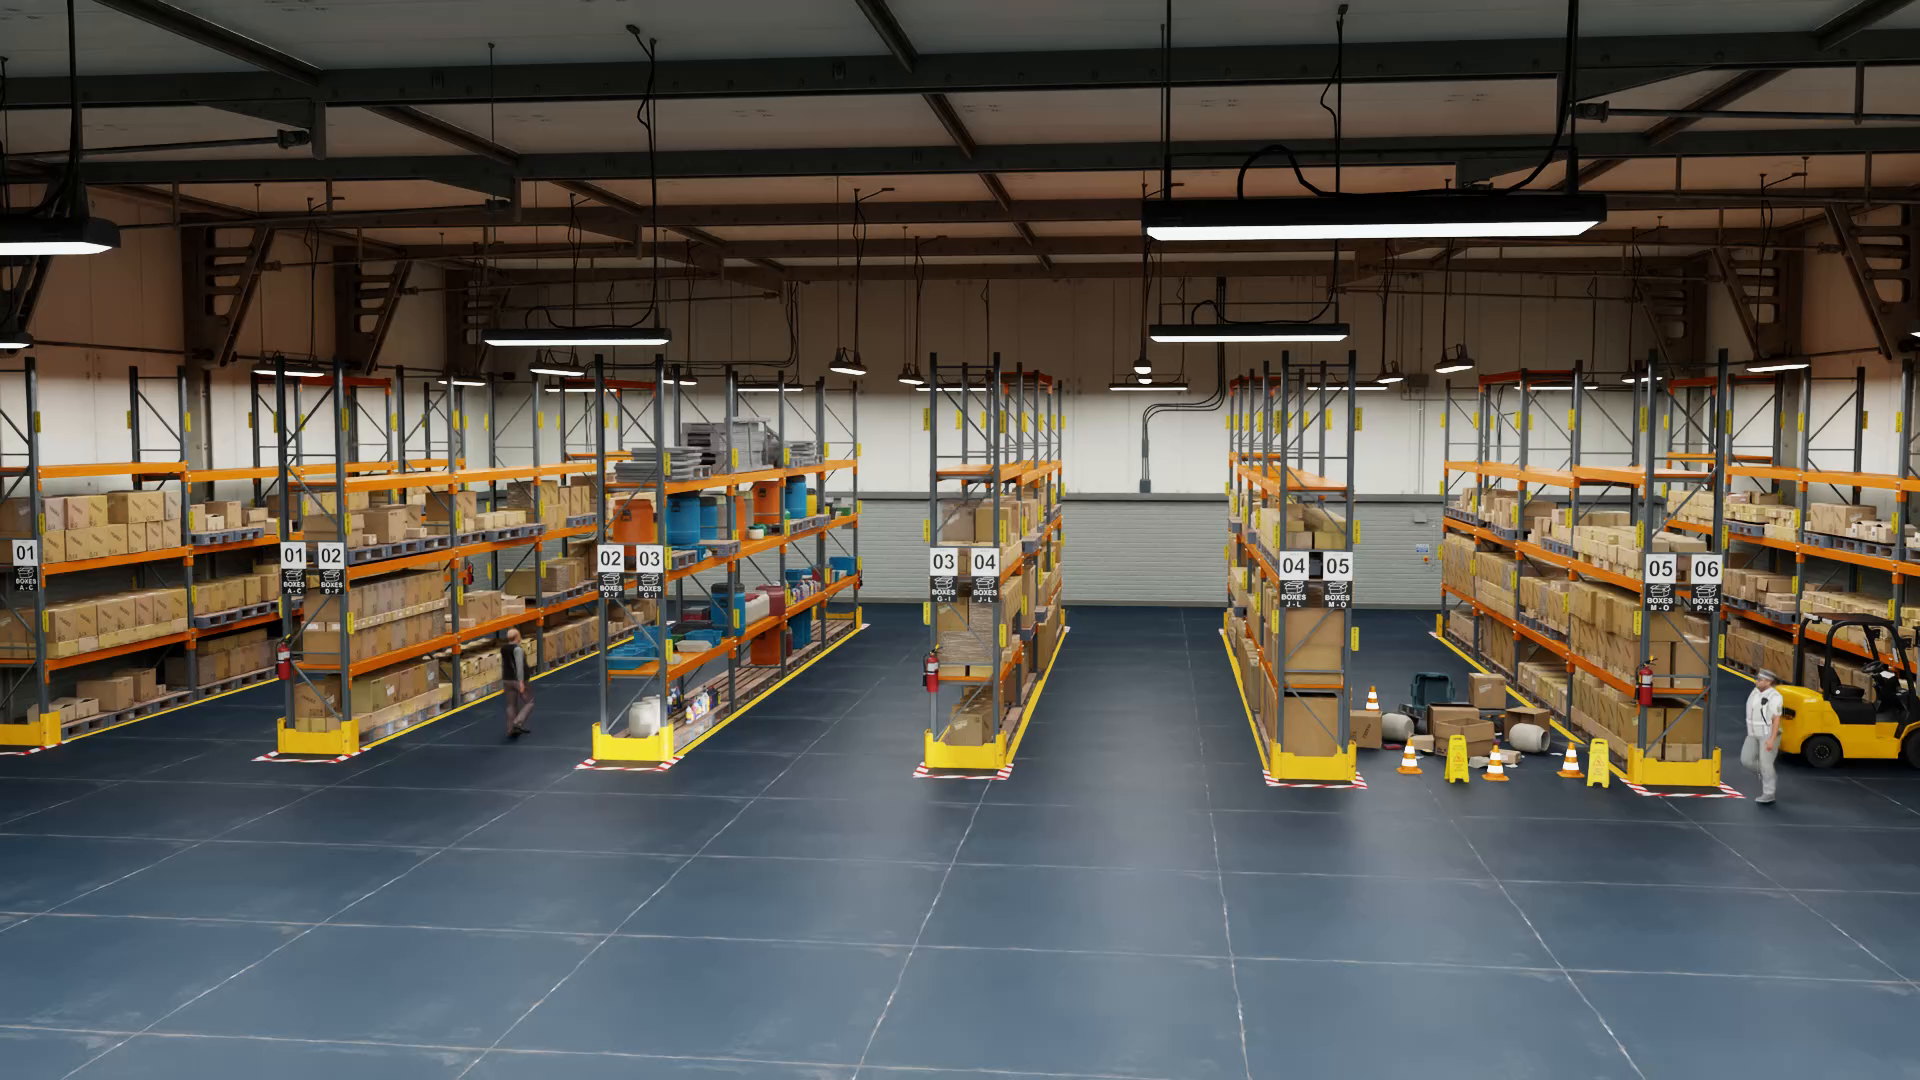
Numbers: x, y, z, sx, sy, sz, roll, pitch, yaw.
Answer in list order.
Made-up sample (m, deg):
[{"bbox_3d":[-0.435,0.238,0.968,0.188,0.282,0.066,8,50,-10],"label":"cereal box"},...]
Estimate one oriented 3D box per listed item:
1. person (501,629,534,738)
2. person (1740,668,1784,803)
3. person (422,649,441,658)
[{"bbox_3d":[-7.074,2.272,26.405,0.576,1.710,0.478,1,4,17],"label":"person"},{"bbox_3d":[10.651,2.551,21.945,0.536,1.760,0.535,-2,4,-22],"label":"person"},{"bbox_3d":[-11.305,1.696,35.236,0.484,1.601,0.857,0,4,4],"label":"person"}]
